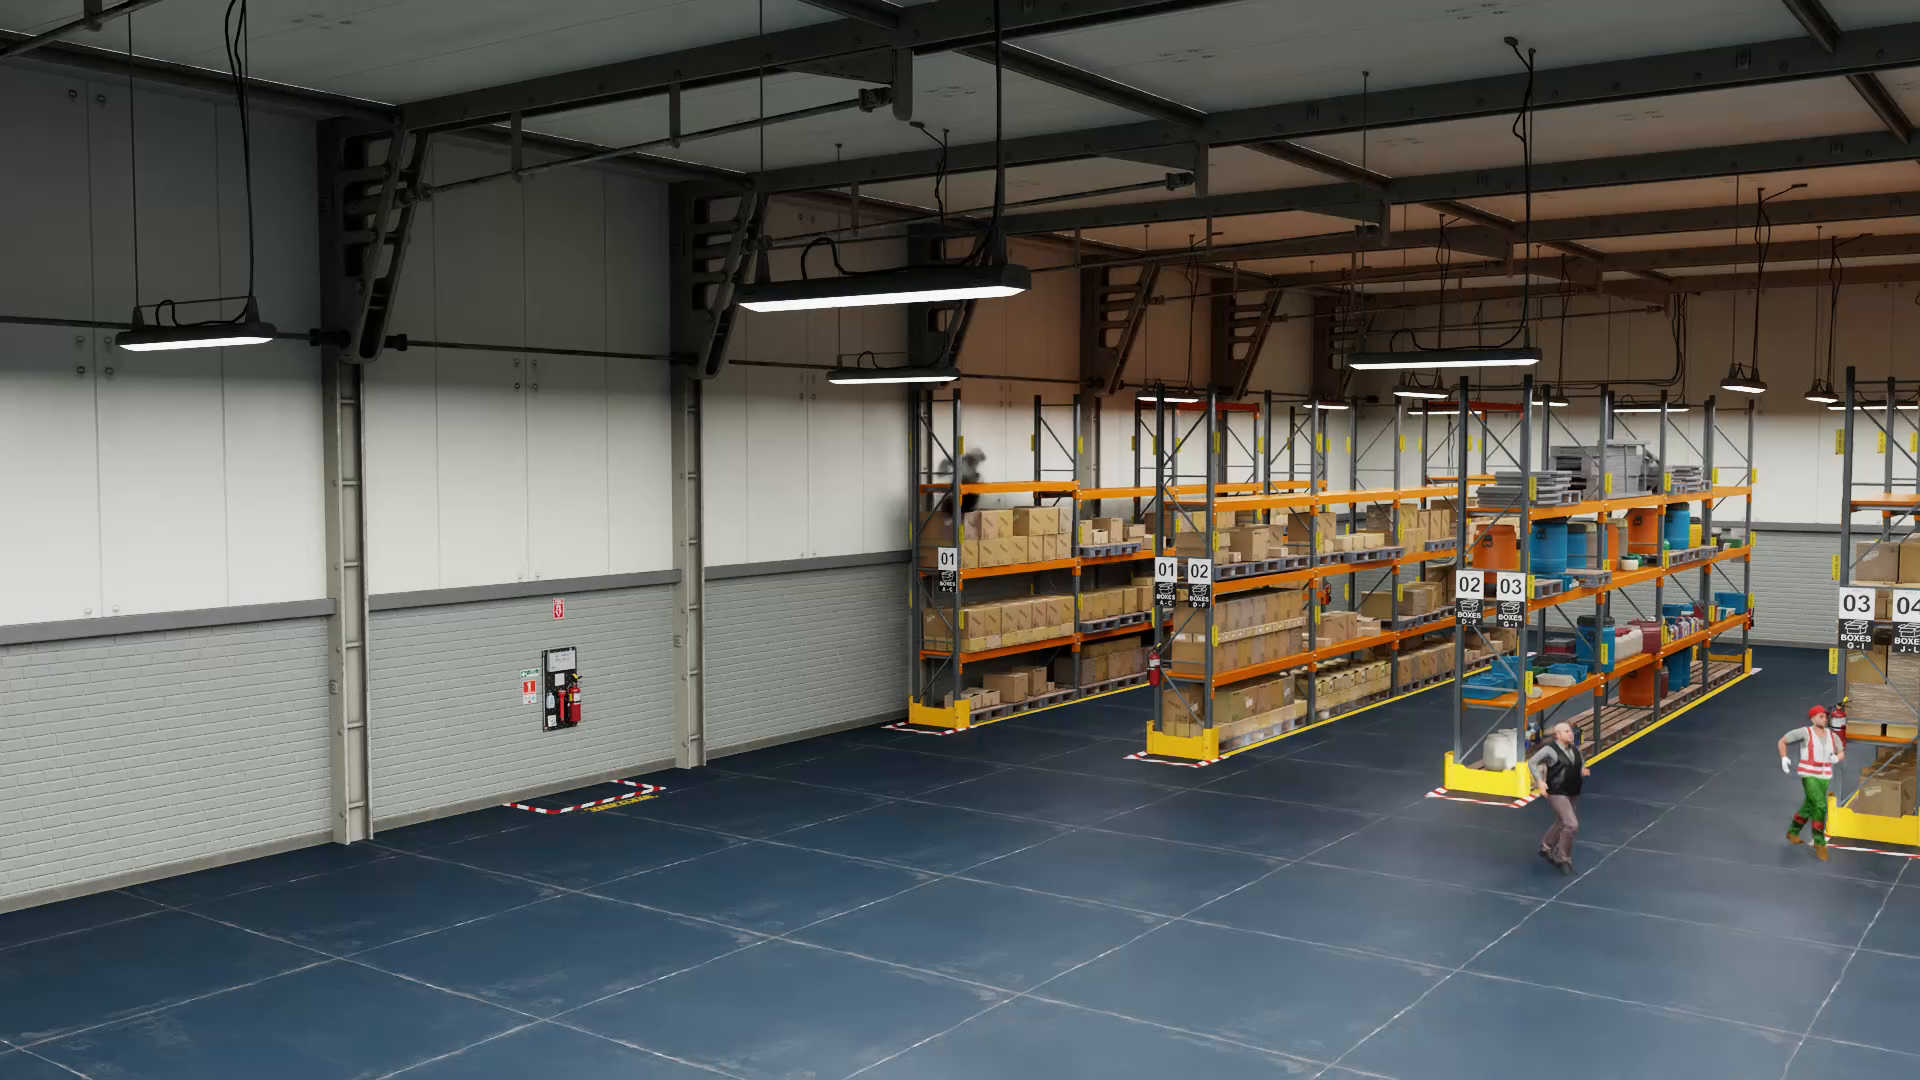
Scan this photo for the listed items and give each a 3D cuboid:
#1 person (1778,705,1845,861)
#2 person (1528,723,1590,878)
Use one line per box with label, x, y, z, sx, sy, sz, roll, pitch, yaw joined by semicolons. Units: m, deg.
person;10.499;2.942;20.411;0.727;1.814;0.806;-1;3;-15
person;7.064;3.036;19.495;0.624;1.781;0.753;-2;4;-30
